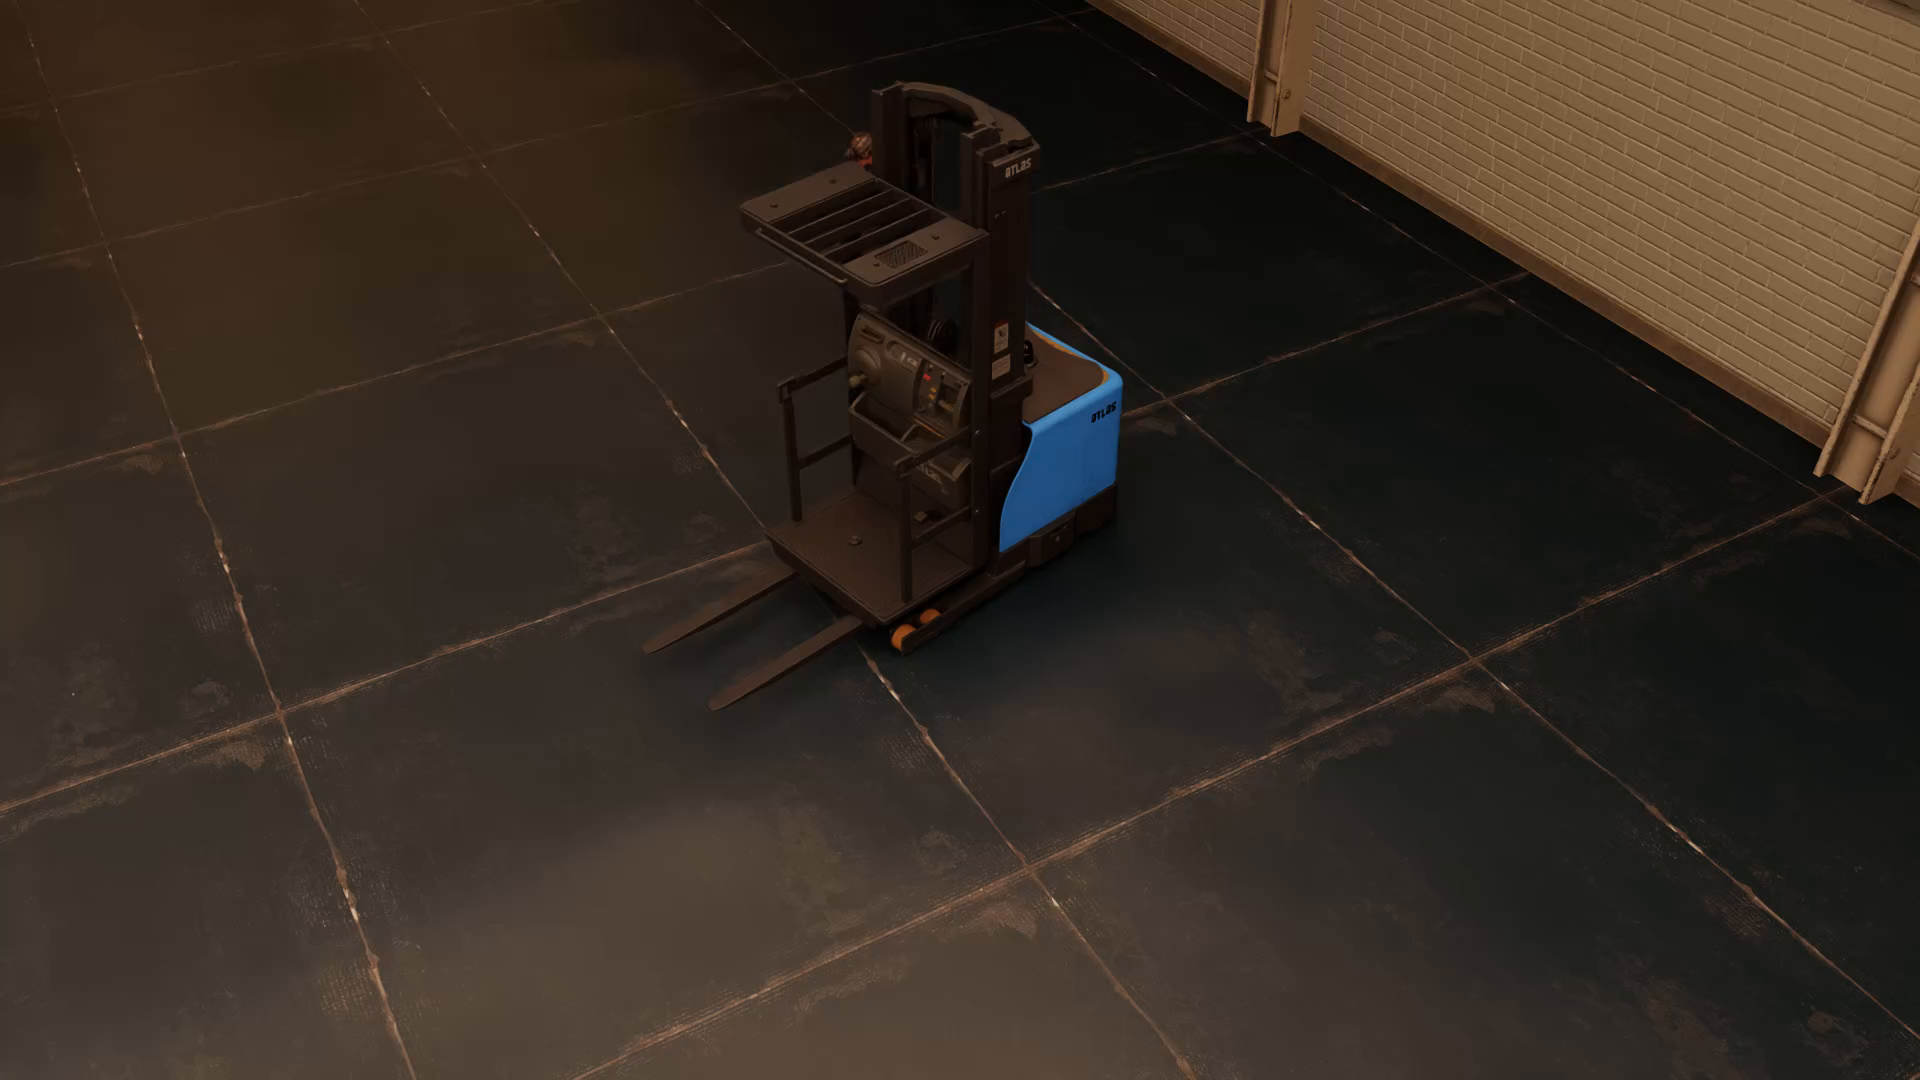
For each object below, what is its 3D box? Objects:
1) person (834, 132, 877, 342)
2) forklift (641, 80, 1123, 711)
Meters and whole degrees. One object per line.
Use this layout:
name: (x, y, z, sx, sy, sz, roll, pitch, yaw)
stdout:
person: (-0.682, -2.026, 11.481, 0.350, 1.653, 0.512, -14, 42, -16)
forklift: (-0.442, -0.856, 9.068, 3.031, 2.935, 1.130, -31, 49, -32)
